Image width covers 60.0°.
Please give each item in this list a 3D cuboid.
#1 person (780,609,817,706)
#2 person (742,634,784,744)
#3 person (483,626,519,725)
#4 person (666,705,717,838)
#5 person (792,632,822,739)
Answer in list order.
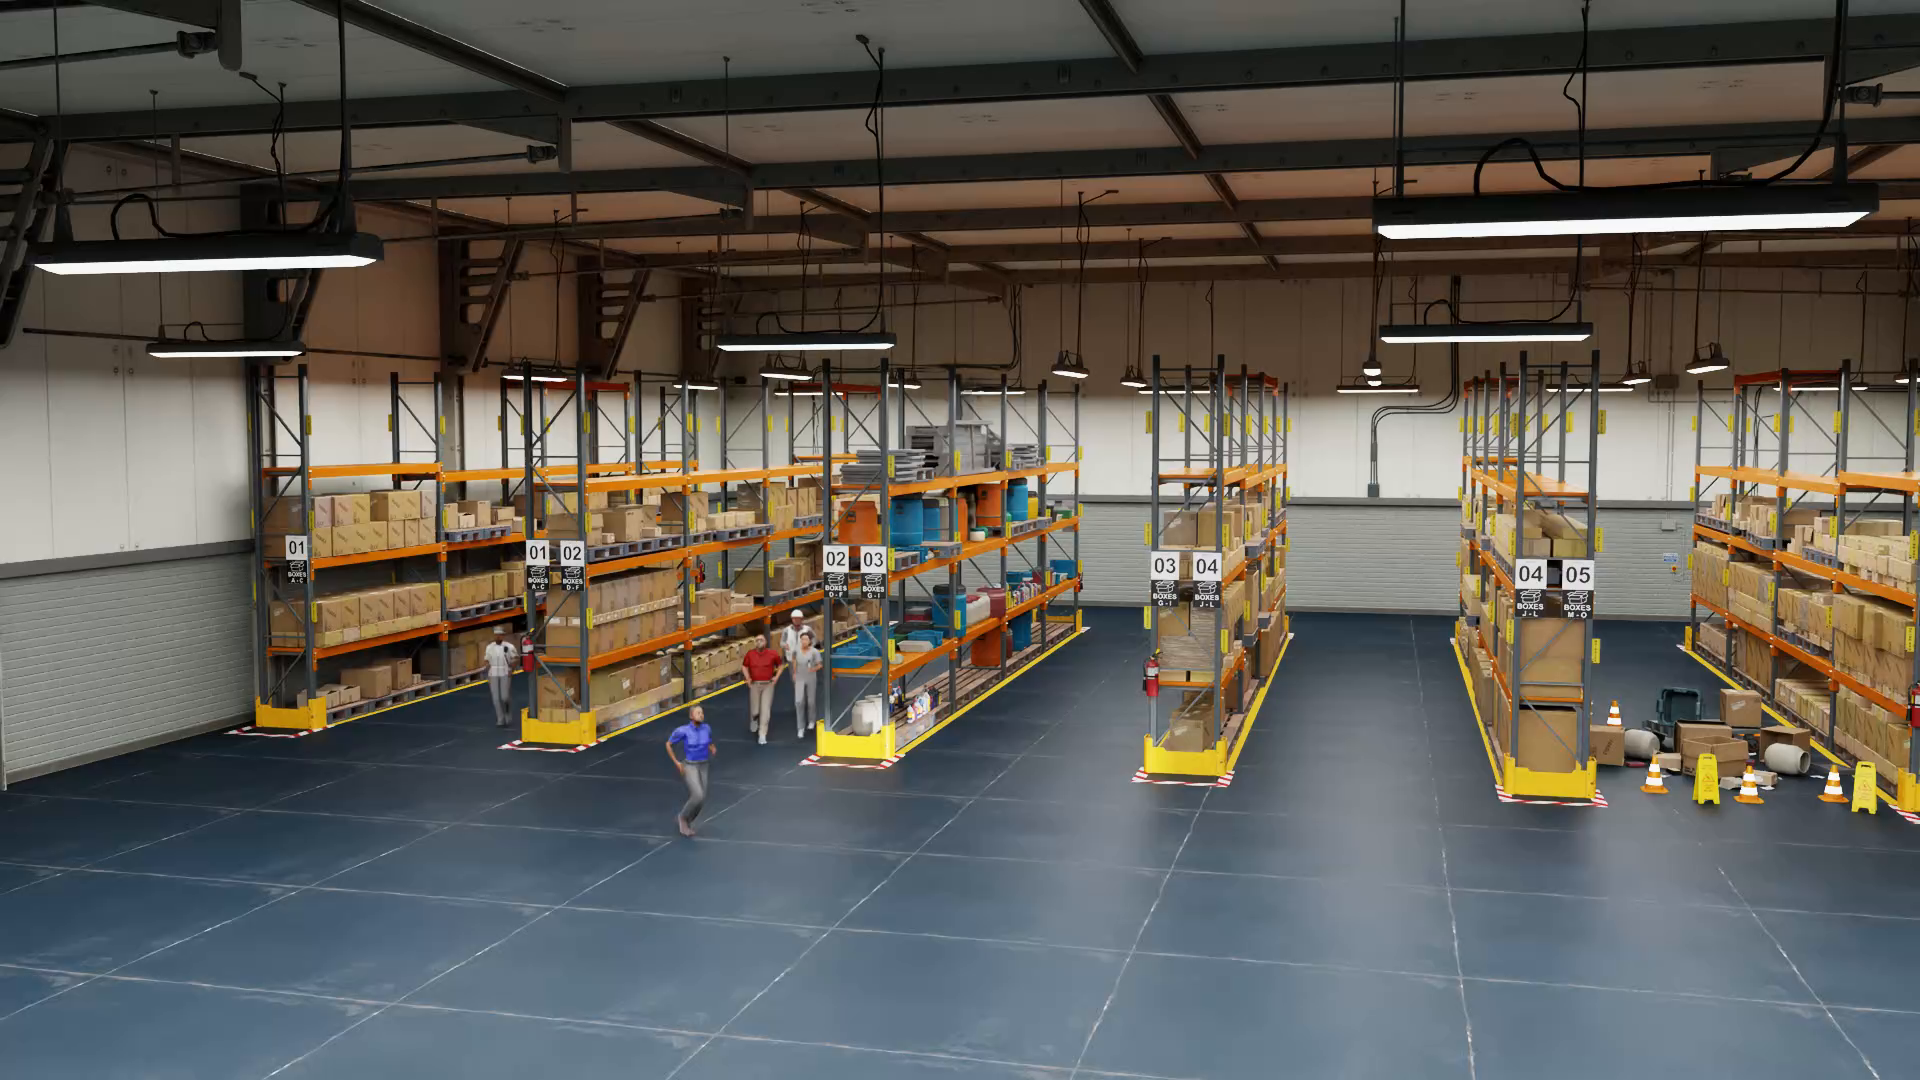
[{"bbox_3d":[-2.833,2.104,29.073,0.610,1.805,0.889,1,4,7],"label":"person"},{"bbox_3d":[-3.134,2.345,26.459,0.667,1.717,0.743,0,4,-1],"label":"person"},{"bbox_3d":[-7.638,2.261,27.604,0.565,1.657,0.548,0,4,-4],"label":"person"},{"bbox_3d":[-3.197,2.800,20.146,0.574,1.614,0.627,-4,6,-44],"label":"person"},{"bbox_3d":[-2.479,2.318,26.950,0.509,1.699,0.882,0,4,-1],"label":"person"}]
